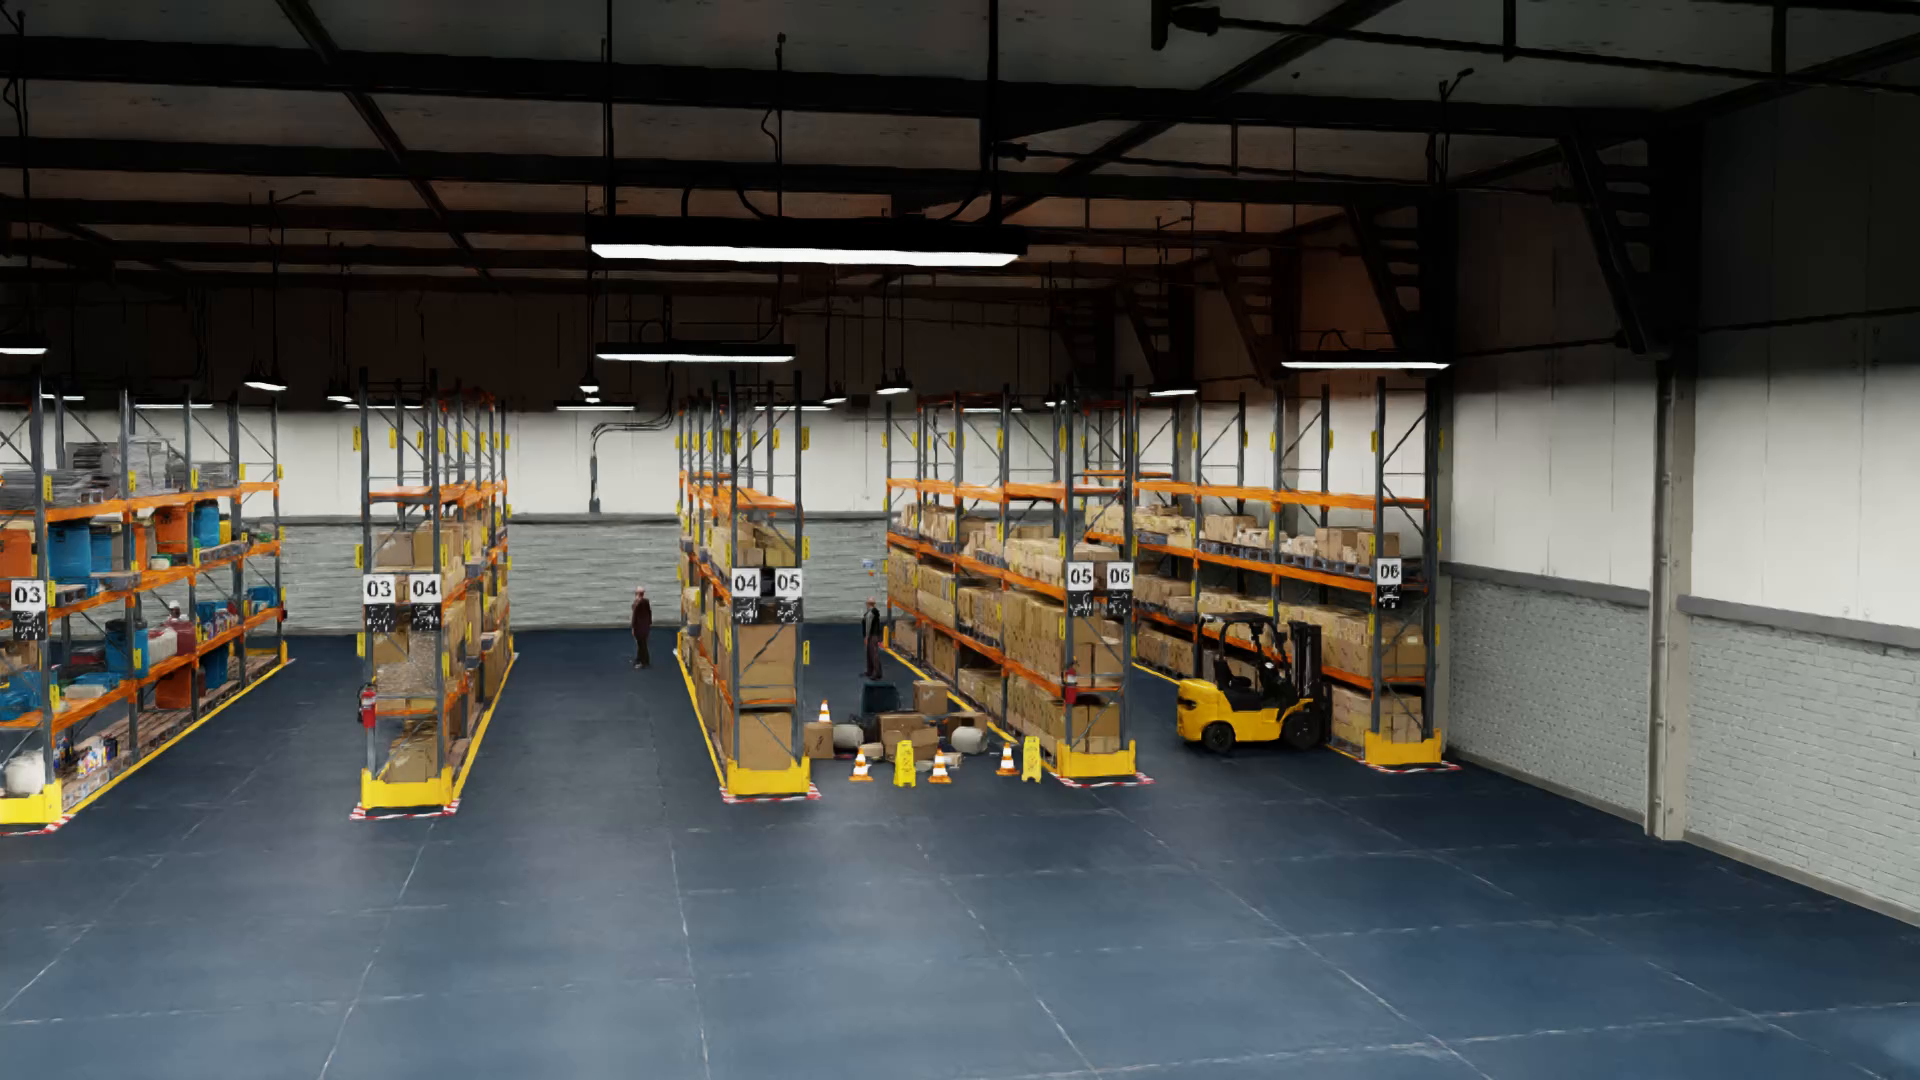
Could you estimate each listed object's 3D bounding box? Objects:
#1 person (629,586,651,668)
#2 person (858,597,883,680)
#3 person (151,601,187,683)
[{"bbox_3d":[-7.082,1.910,36.725,0.637,1.775,0.676,1,4,17],"label":"person"},{"bbox_3d":[-1.891,2.048,34.981,0.581,1.718,0.634,1,3,9],"label":"person"},{"bbox_3d":[-16.090,2.104,34.156,0.617,1.726,0.900,1,4,20],"label":"person"}]
